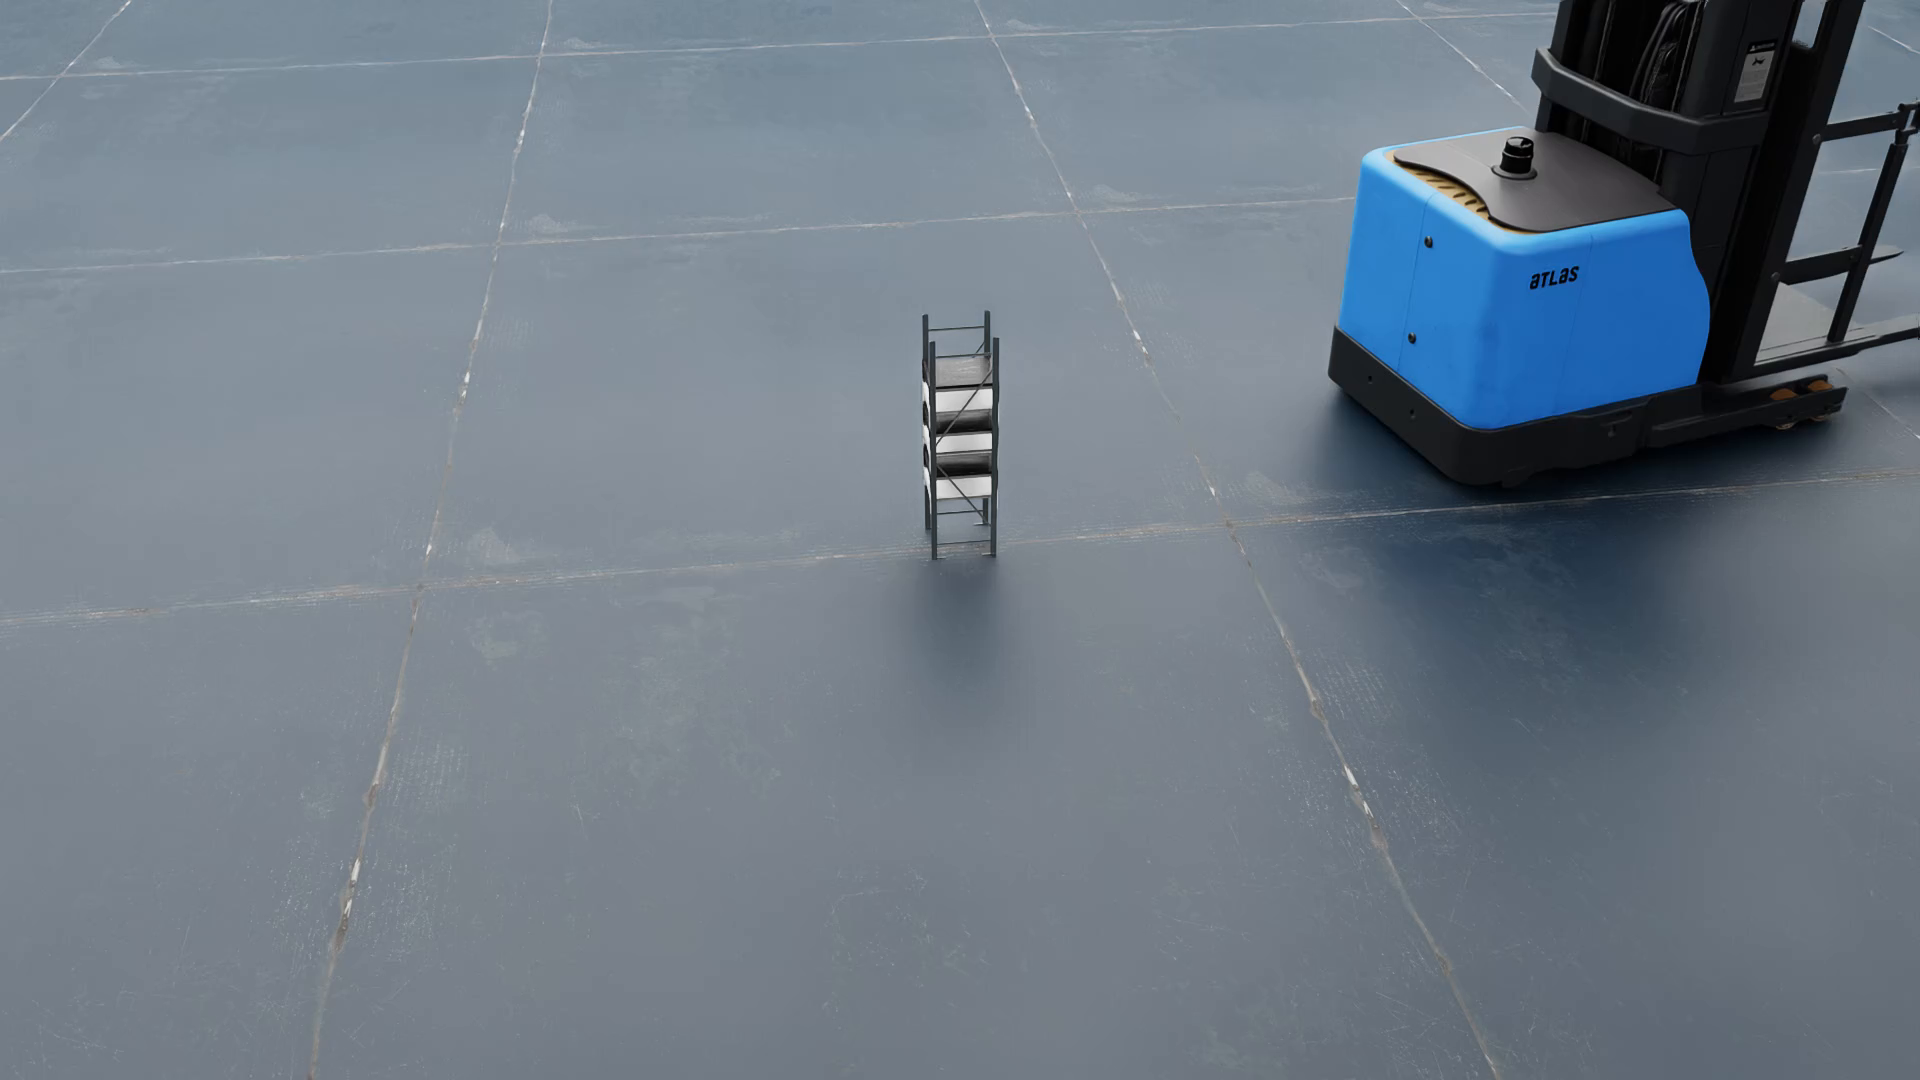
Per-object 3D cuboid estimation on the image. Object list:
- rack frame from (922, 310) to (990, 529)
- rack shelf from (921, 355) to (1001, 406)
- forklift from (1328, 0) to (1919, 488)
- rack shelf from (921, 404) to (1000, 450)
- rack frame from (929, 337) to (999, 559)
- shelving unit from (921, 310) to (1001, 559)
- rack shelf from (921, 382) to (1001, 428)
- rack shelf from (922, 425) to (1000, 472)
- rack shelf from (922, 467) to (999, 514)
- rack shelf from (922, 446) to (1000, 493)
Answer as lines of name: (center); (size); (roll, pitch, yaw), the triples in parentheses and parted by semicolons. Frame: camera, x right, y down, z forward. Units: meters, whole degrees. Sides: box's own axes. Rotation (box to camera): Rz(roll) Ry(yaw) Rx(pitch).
rack frame: (-0.013, -0.424, 6.073); (0.240, 0.900, 0.006); (-4, 35, -6)
rack shelf: (0.001, -0.563, 5.857); (0.258, 0.077, 0.200); (-4, 35, -6)
forklift: (3.155, -1.934, 6.485); (3.031, 2.935, 1.130); (-13, 36, -18)
rack shelf: (0.001, -0.414, 5.958); (0.258, 0.077, 0.200); (-4, 35, -6)
rack frame: (0.015, -0.311, 5.907); (0.240, 0.900, 0.006); (-4, 35, -6)
shelving unit: (0.001, -0.367, 5.990); (0.258, 0.900, 0.210); (-4, 35, -6)
rack shelf: (0.001, -0.489, 5.907); (0.258, 0.077, 0.200); (-4, 35, -6)
rack shelf: (0.001, -0.340, 6.009); (0.258, 0.077, 0.200); (-4, 35, -6)
rack shelf: (0.001, -0.191, 6.110); (0.258, 0.077, 0.200); (-4, 35, -6)
rack shelf: (0.001, -0.265, 6.059); (0.258, 0.077, 0.200); (-4, 35, -6)
